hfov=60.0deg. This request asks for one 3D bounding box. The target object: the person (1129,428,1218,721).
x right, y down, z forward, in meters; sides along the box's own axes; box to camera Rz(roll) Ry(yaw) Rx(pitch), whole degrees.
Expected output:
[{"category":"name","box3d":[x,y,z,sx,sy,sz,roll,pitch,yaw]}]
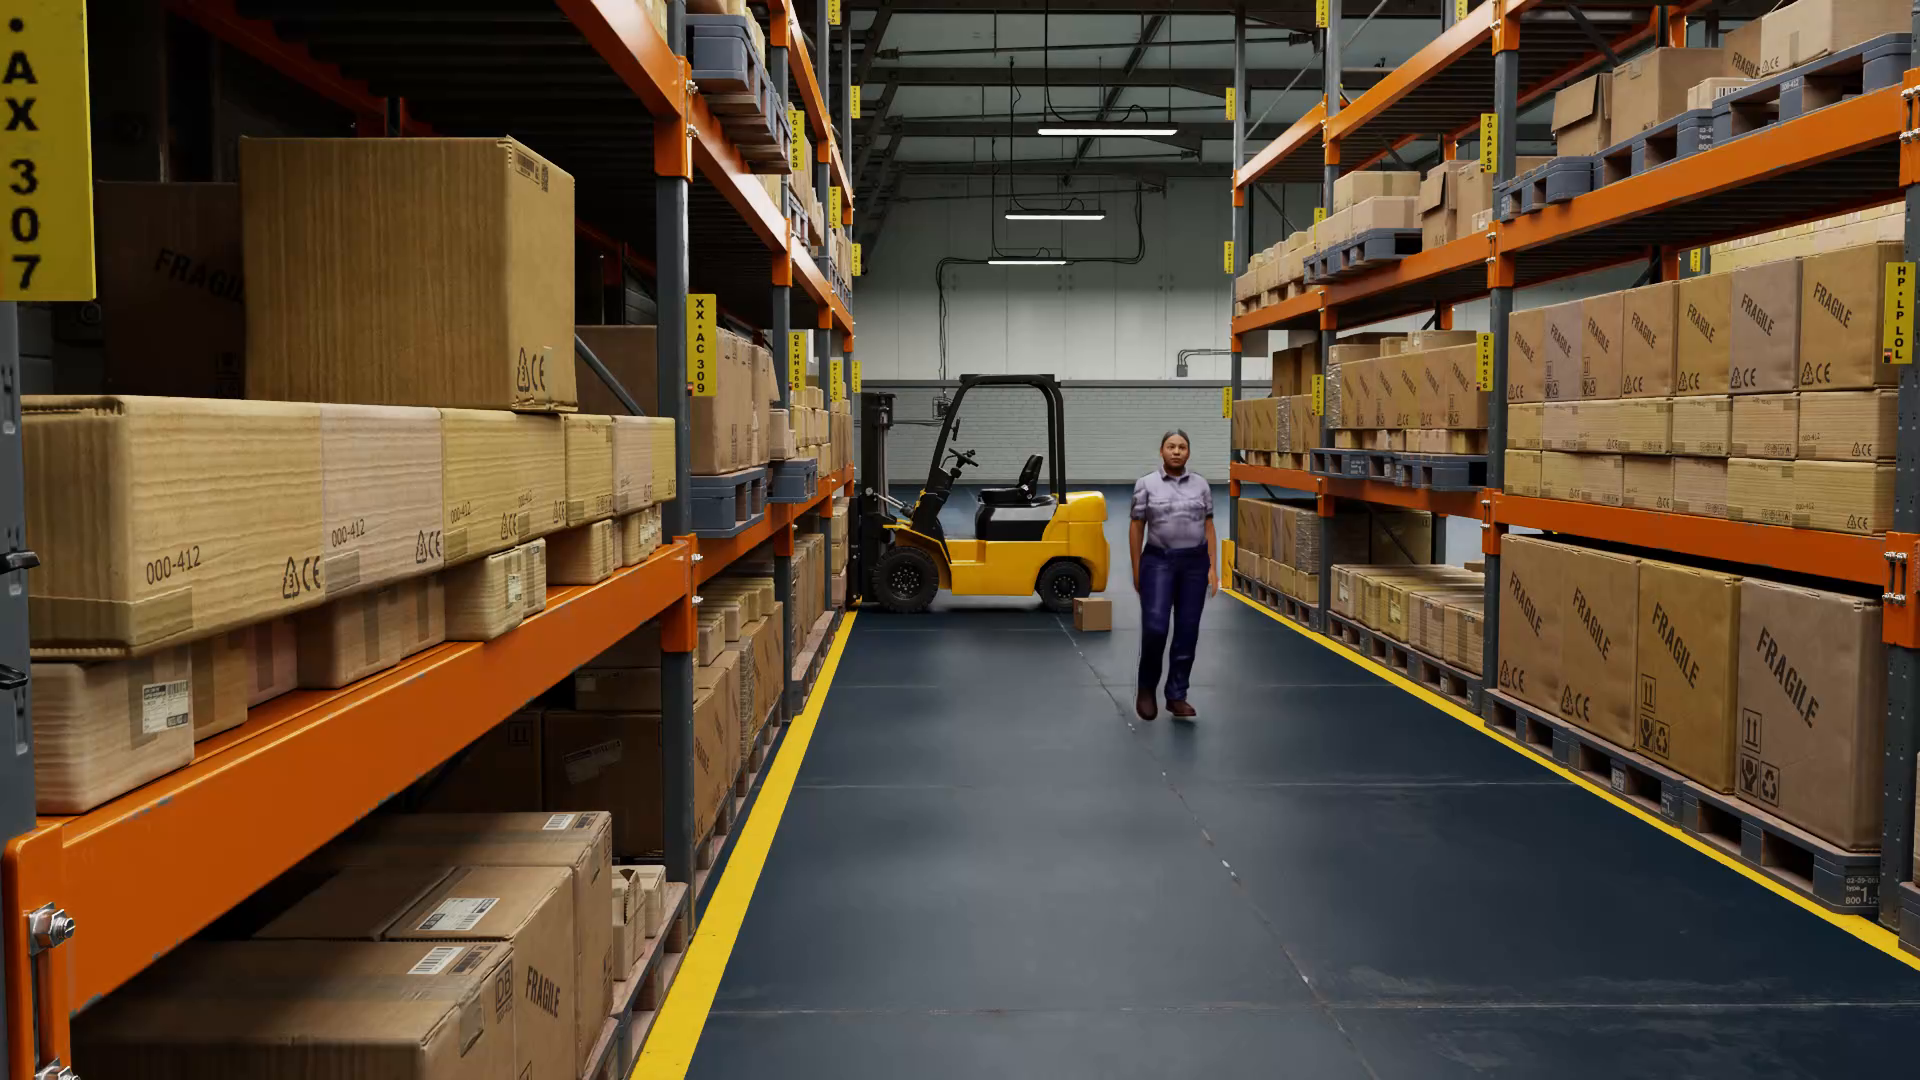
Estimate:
[{"category":"person","box3d":[1.225,0.201,9.431,0.485,1.664,0.441,-1,4,-8]}]
